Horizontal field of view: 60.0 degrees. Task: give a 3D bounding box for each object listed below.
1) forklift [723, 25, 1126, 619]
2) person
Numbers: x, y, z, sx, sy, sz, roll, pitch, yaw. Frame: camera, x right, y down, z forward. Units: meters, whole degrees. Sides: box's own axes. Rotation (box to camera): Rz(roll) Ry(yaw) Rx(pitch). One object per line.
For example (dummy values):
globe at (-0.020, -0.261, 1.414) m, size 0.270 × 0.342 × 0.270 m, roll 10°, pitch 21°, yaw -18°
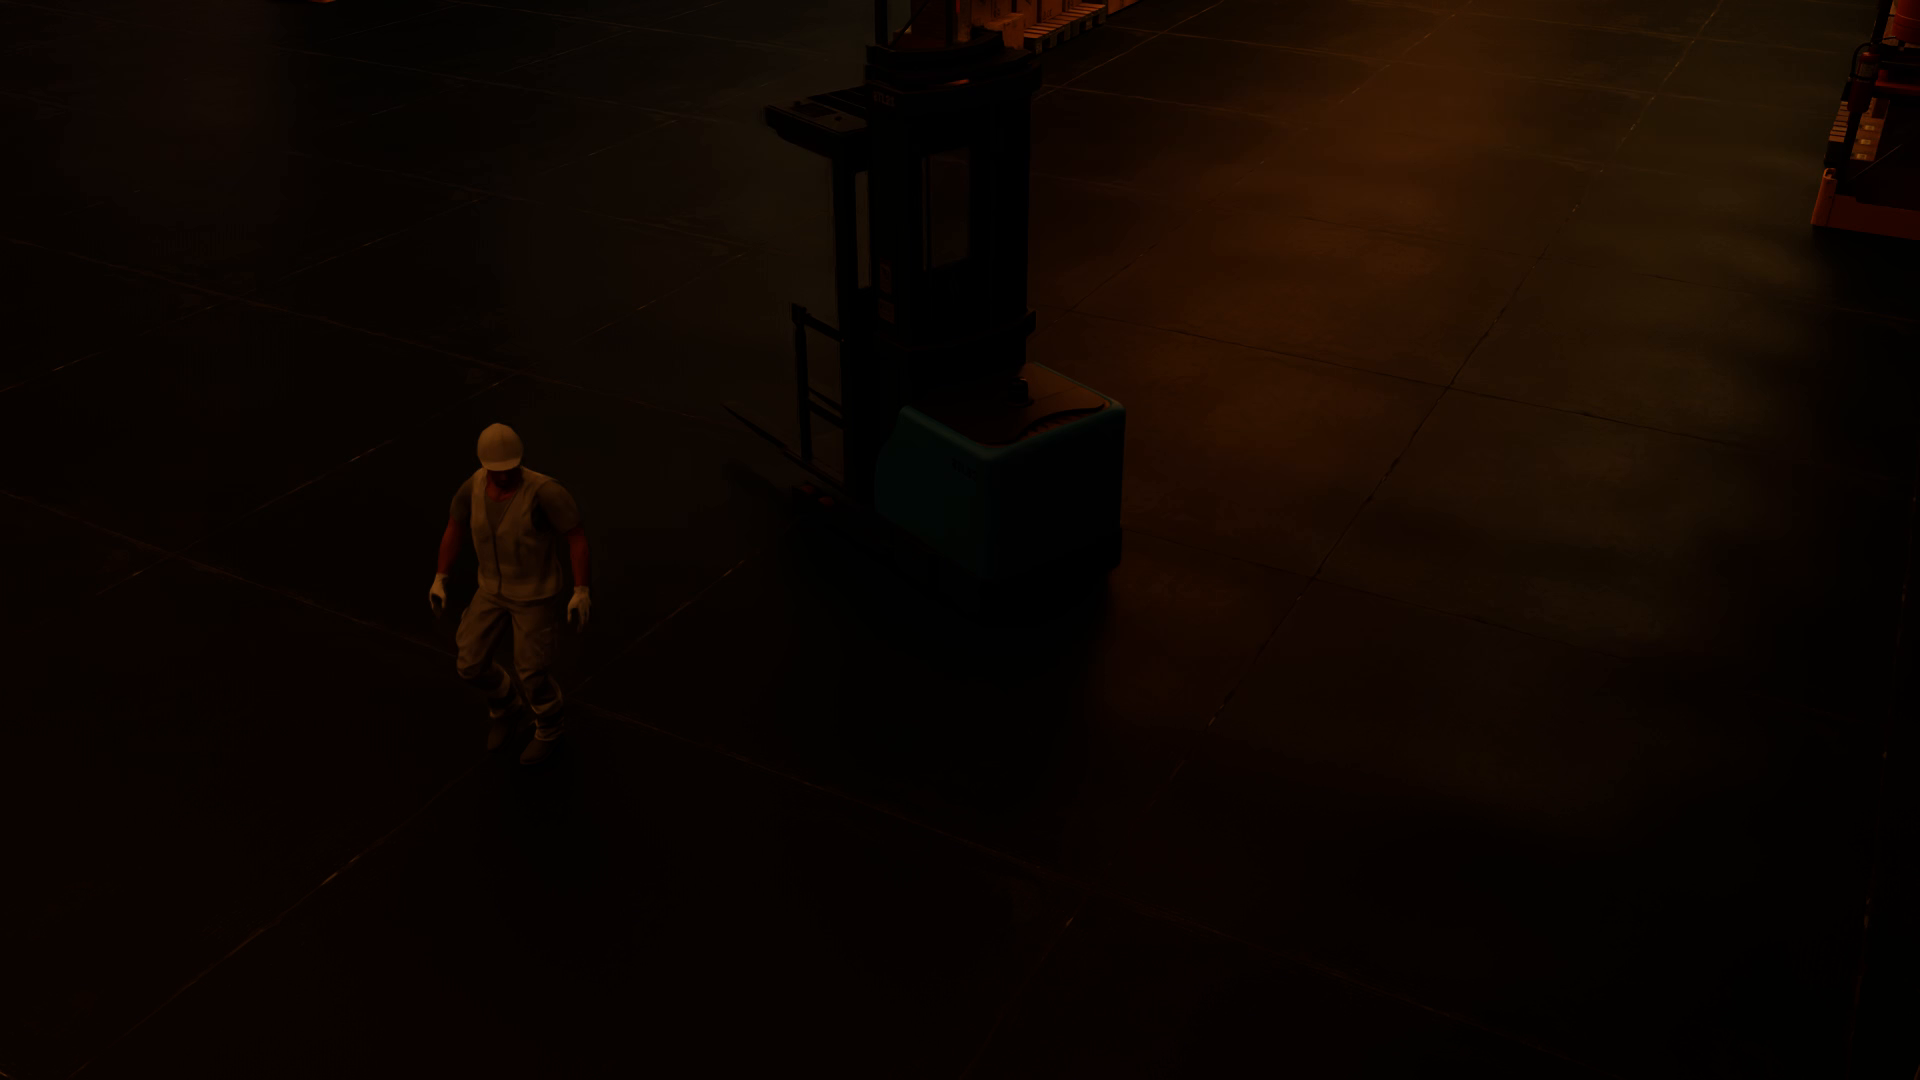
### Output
forklift at (-0.382, -1.507, 9.682) m, size 1.130 × 2.935 × 3.031 m, roll -22°, pitch 37°, yaw -33°
person at (-2.050, 0.286, 7.768) m, size 0.844 × 1.773 × 0.483 m, roll 12°, pitch 32°, yaw 20°
